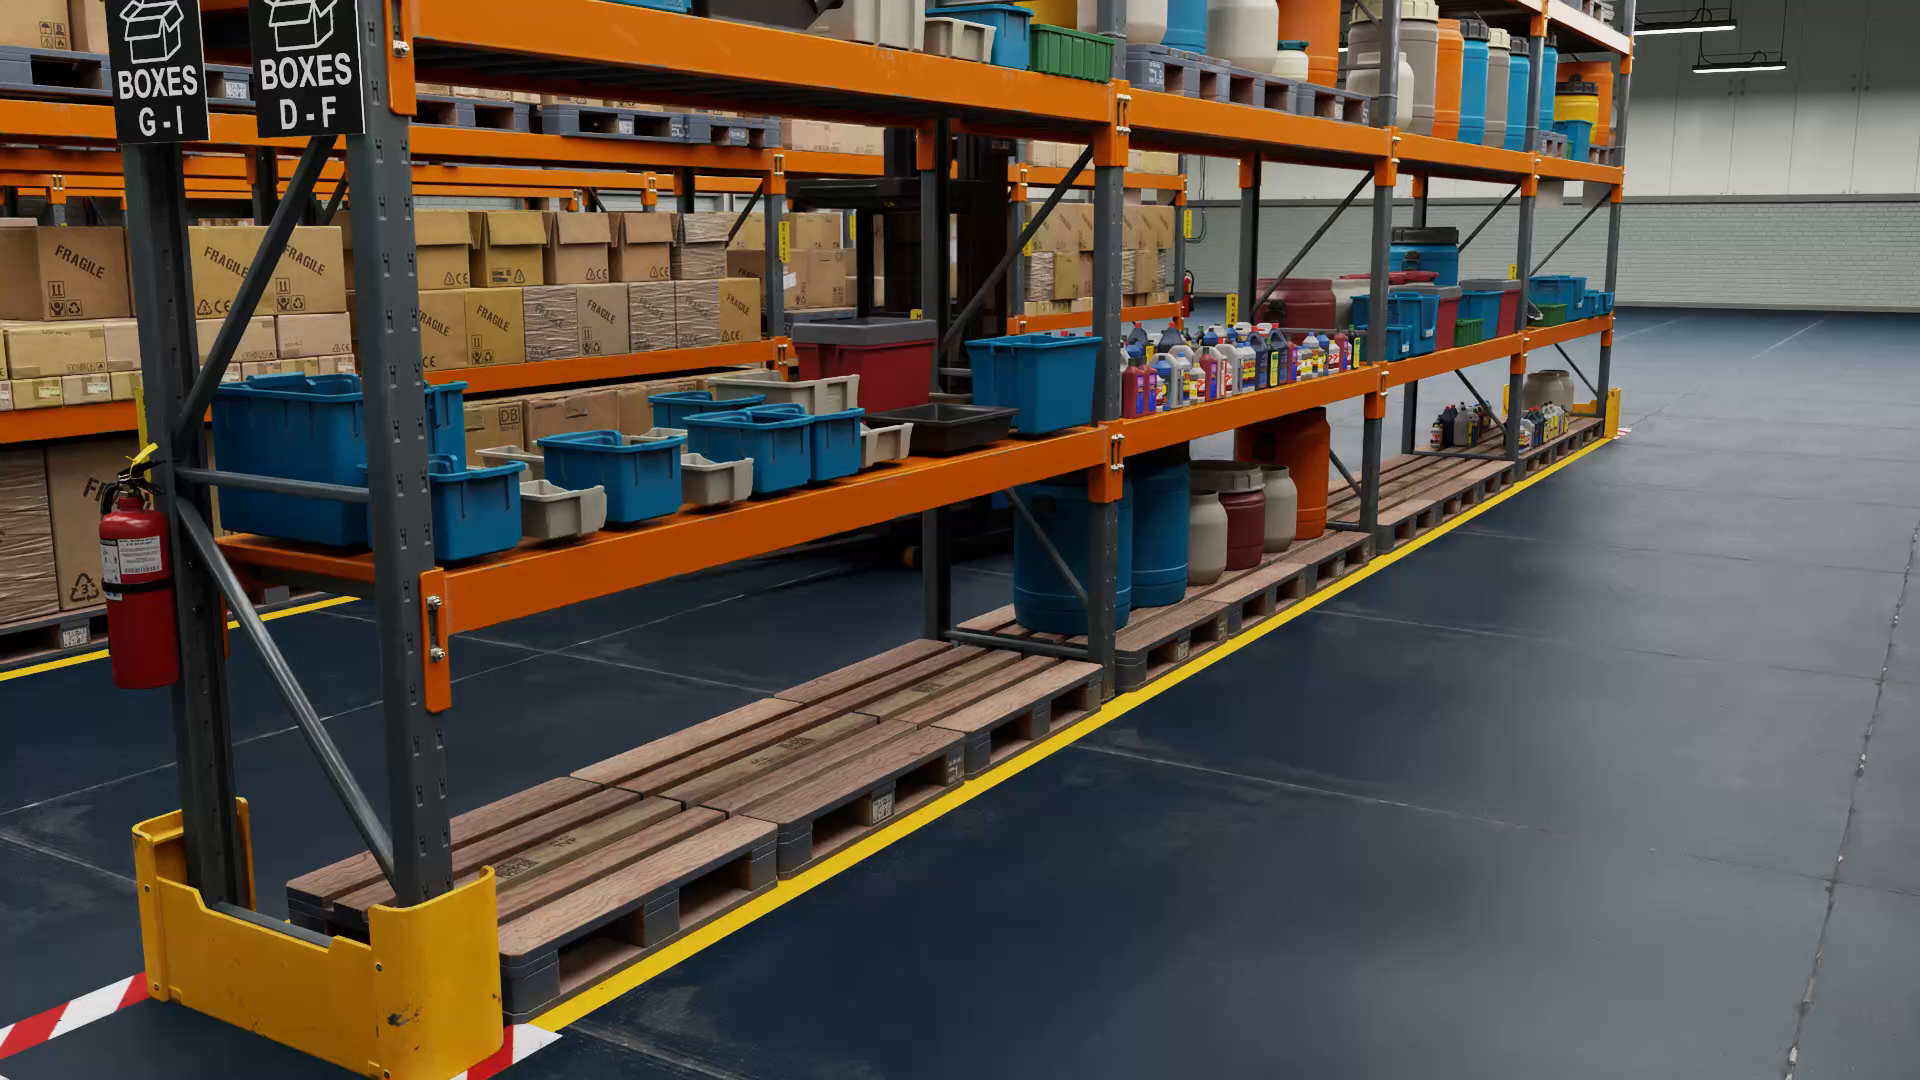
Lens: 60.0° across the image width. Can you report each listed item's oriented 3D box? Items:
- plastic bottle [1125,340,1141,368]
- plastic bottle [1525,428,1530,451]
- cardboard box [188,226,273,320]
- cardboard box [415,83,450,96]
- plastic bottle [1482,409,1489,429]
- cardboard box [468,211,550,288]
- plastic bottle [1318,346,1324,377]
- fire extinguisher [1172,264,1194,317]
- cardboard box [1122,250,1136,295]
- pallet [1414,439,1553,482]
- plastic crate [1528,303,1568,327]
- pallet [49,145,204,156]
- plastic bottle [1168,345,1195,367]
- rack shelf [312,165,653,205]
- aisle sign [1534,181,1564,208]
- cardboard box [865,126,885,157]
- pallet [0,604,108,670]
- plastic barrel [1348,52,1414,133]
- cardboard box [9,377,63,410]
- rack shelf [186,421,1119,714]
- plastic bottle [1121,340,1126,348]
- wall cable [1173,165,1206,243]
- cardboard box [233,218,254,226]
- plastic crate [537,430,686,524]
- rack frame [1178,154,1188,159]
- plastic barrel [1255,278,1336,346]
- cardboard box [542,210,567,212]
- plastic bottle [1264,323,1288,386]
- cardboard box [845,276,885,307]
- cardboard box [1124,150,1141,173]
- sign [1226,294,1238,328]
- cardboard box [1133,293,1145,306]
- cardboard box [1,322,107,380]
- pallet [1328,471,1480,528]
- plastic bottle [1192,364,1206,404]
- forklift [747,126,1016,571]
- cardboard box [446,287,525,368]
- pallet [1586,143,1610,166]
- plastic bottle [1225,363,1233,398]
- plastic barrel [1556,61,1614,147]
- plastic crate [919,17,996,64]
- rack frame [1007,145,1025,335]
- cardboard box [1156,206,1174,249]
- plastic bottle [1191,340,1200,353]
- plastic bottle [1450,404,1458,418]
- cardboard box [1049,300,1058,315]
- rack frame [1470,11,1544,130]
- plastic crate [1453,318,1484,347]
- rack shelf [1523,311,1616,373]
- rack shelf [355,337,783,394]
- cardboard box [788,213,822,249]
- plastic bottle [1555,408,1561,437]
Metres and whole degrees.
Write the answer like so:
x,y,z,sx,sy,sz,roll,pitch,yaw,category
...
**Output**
x,y,z,sx,sy,sz,roll,pitch,yaw,category
0.960,-0.979,9.297,0.097,0.271,0.097,0,11,0,plastic bottle
5.073,-0.903,14.951,0.097,0.201,0.097,0,11,0,plastic bottle
-4.233,-1.502,9.302,0.500,0.500,0.500,7,12,31,cardboard box
-3.667,-3.059,10.495,0.700,0.500,0.500,7,13,32,cardboard box
5.243,-1.221,16.646,0.097,0.201,0.097,0,11,0,plastic bottle
-3.269,-1.988,11.336,0.797,0.503,0.637,7,12,31,cardboard box
2.158,-1.093,10.093,0.097,0.201,0.097,0,11,0,plastic bottle
2.724,-3.061,20.275,0.296,0.674,0.183,6,12,31,fire extinguisher
1.508,-3.071,19.043,0.875,0.500,0.500,6,12,31,cardboard box
4.812,-0.753,15.319,1.003,0.211,1.213,6,12,31,pallet
5.373,-2.105,15.535,0.450,0.188,0.662,6,12,31,plastic crate
-7.199,-3.359,14.021,1.213,0.211,1.003,6,12,31,pallet
1.190,-0.900,8.860,0.152,0.276,0.135,6,12,31,plastic bottle
-5.031,-3.791,17.773,1.077,0.370,4.000,6,12,31,rack shelf
6.291,-3.968,17.850,0.394,0.787,0.004,6,12,31,aisle sign
-0.896,-3.479,14.557,0.500,0.250,0.500,7,13,32,cardboard box
-5.054,0.438,8.955,1.003,0.211,1.213,6,12,31,pallet
2.774,-2.942,10.977,0.421,0.512,0.421,0,11,0,plastic barrel
-4.772,-0.751,8.412,0.380,0.149,0.250,6,12,29,cardboard box
-0.765,-0.096,6.185,1.077,0.370,4.000,6,12,31,rack shelf
0.844,-0.990,9.345,0.152,0.276,0.135,6,12,31,plastic bottle
6.660,-10.999,54.605,3.097,2.526,0.112,6,12,31,wall cable
-8.791,-3.914,20.638,0.380,0.149,0.250,6,12,28,cardboard box
-1.052,-0.193,5.041,0.416,0.233,0.300,6,12,31,plastic crate
2.271,-6.073,19.855,1.000,3.000,0.127,6,12,31,rack frame
2.332,-1.562,11.691,0.600,0.536,0.708,6,12,31,plastic barrel
-6.278,-4.657,24.795,0.700,0.500,0.500,6,12,29,cardboard box
1.793,-1.064,9.533,0.144,0.351,0.185,6,12,31,plastic bottle
-0.816,-2.241,14.952,0.500,0.250,0.500,6,12,29,cardboard box
1.708,-4.267,18.763,0.500,0.250,0.500,7,13,32,cardboard box
1.877,-1.525,11.419,0.100,0.325,0.005,6,12,31,sign
1.940,-2.815,19.437,0.380,0.149,0.250,6,12,31,cardboard box
-4.762,-0.974,8.519,0.500,0.250,0.500,6,12,30,cardboard box
3.420,-0.332,13.067,1.003,0.211,1.213,6,12,31,pallet
1.214,-0.807,8.566,0.097,0.201,0.097,0,11,0,plastic bottle
-0.459,-1.347,11.097,1.130,2.935,3.031,10,14,42,forklift
-3.247,-1.414,10.999,0.500,0.500,0.500,6,12,31,cardboard box
5.991,-3.912,16.976,1.003,0.211,1.213,6,12,31,pallet
1.404,-0.864,8.873,0.097,0.201,0.097,0,11,0,plastic bottle
6.360,-4.455,17.052,0.600,0.830,0.708,6,12,31,plastic barrel
-0.061,-1.873,6.284,0.293,0.136,0.466,6,12,31,plastic crate
0.194,-2.495,17.047,1.000,3.000,0.127,6,12,31,rack frame
2.196,-3.701,19.690,0.500,0.500,0.500,6,12,31,cardboard box
1.457,-1.149,10.395,0.097,0.201,0.097,0,11,0,plastic bottle
4.615,-1.096,15.572,0.144,0.351,0.185,6,12,28,plastic bottle
0.810,-2.457,17.525,0.380,0.149,0.250,6,12,31,cardboard box
4.427,-4.971,13.967,1.000,3.000,0.127,6,12,31,rack frame
3.764,-1.617,12.932,0.450,0.188,0.662,6,12,31,plastic crate
5.466,-1.983,16.266,1.077,0.370,4.000,6,12,31,rack shelf
-2.921,-1.198,12.073,1.077,0.370,4.000,6,12,31,rack shelf
-2.348,-4.069,22.109,0.875,0.550,0.550,6,12,31,cardboard box
5.699,-1.139,16.009,0.152,0.276,0.135,6,12,29,plastic bottle
